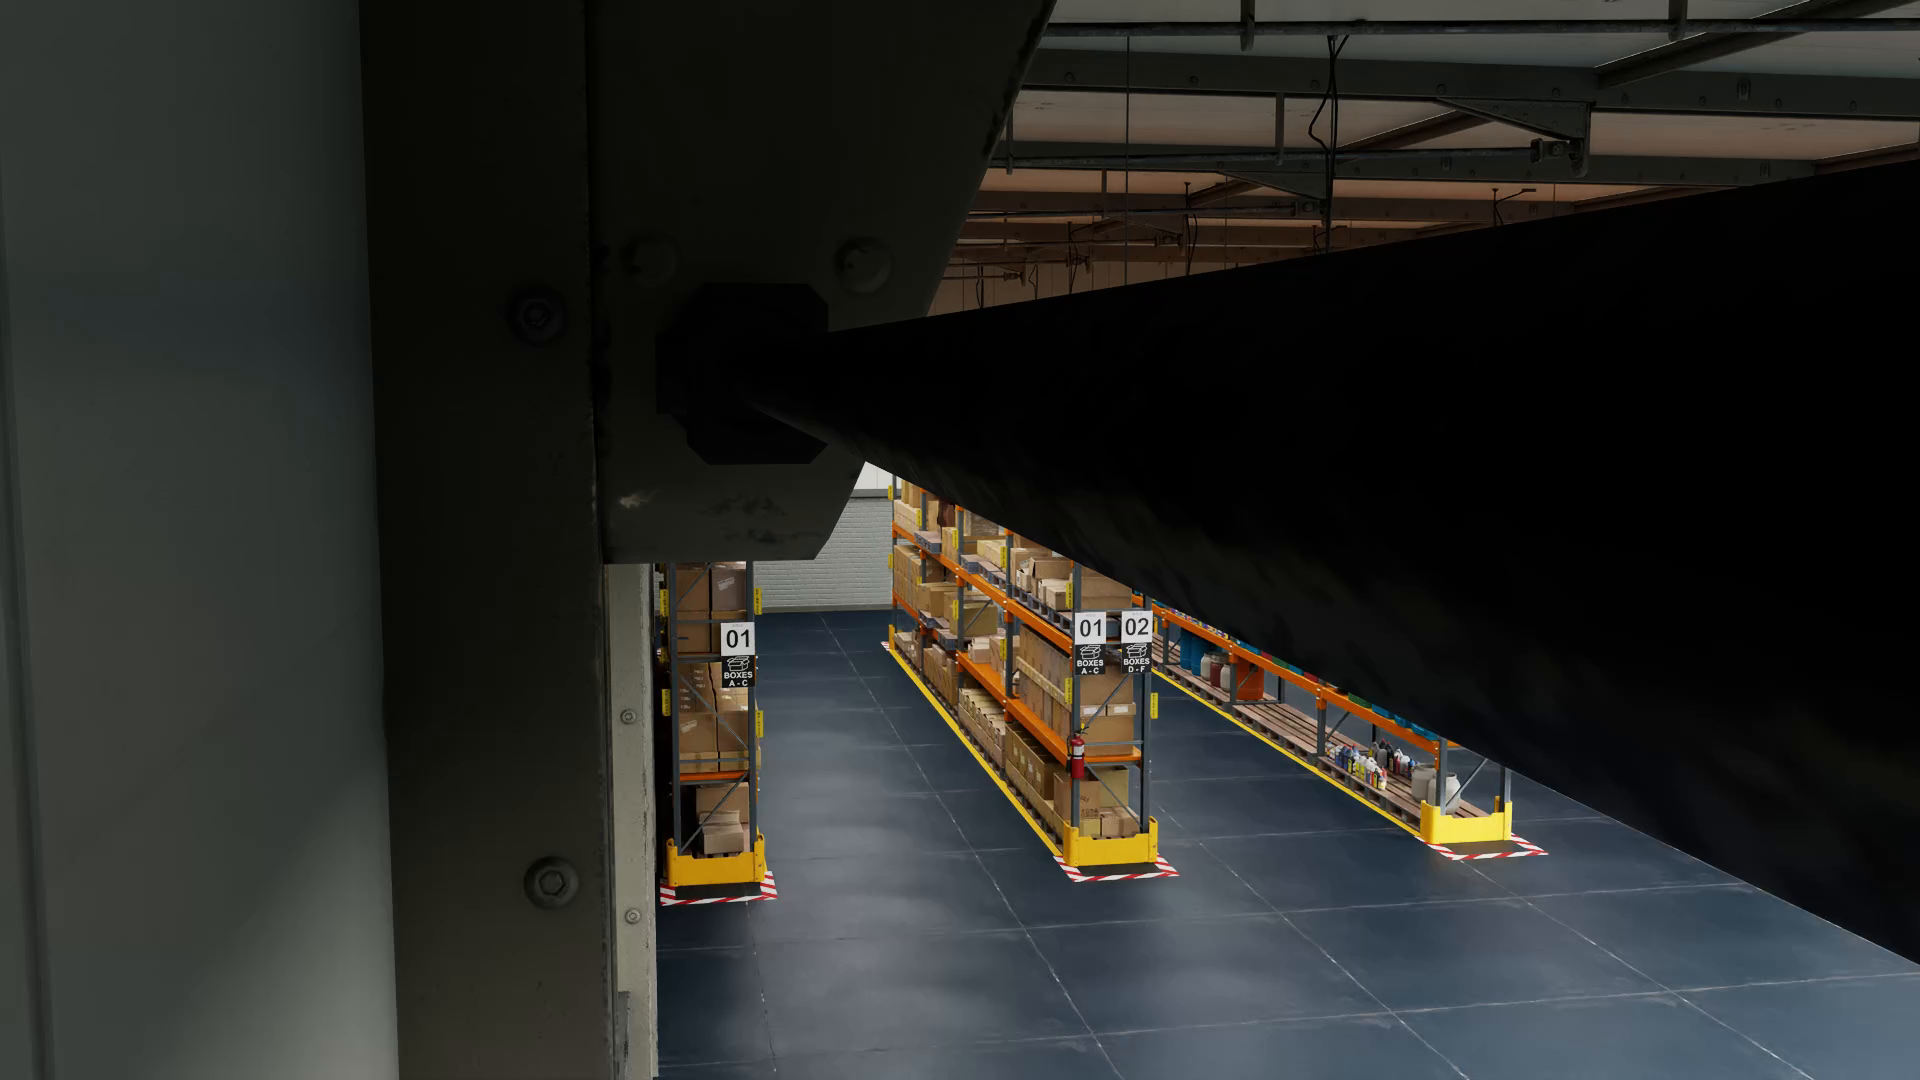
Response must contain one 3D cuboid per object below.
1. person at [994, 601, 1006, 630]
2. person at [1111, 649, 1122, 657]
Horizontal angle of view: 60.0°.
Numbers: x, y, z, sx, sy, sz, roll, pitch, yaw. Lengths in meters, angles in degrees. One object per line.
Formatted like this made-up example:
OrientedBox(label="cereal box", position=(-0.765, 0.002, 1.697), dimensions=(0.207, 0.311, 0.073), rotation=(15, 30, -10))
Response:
OrientedBox(label="person", position=(0.816, 1.580, 36.553), dimensions=(0.643, 1.649, 0.594), rotation=(-4, 7, -31))
OrientedBox(label="person", position=(2.915, 2.039, 30.247), dimensions=(0.527, 1.500, 0.554), rotation=(-2, 6, -14))
